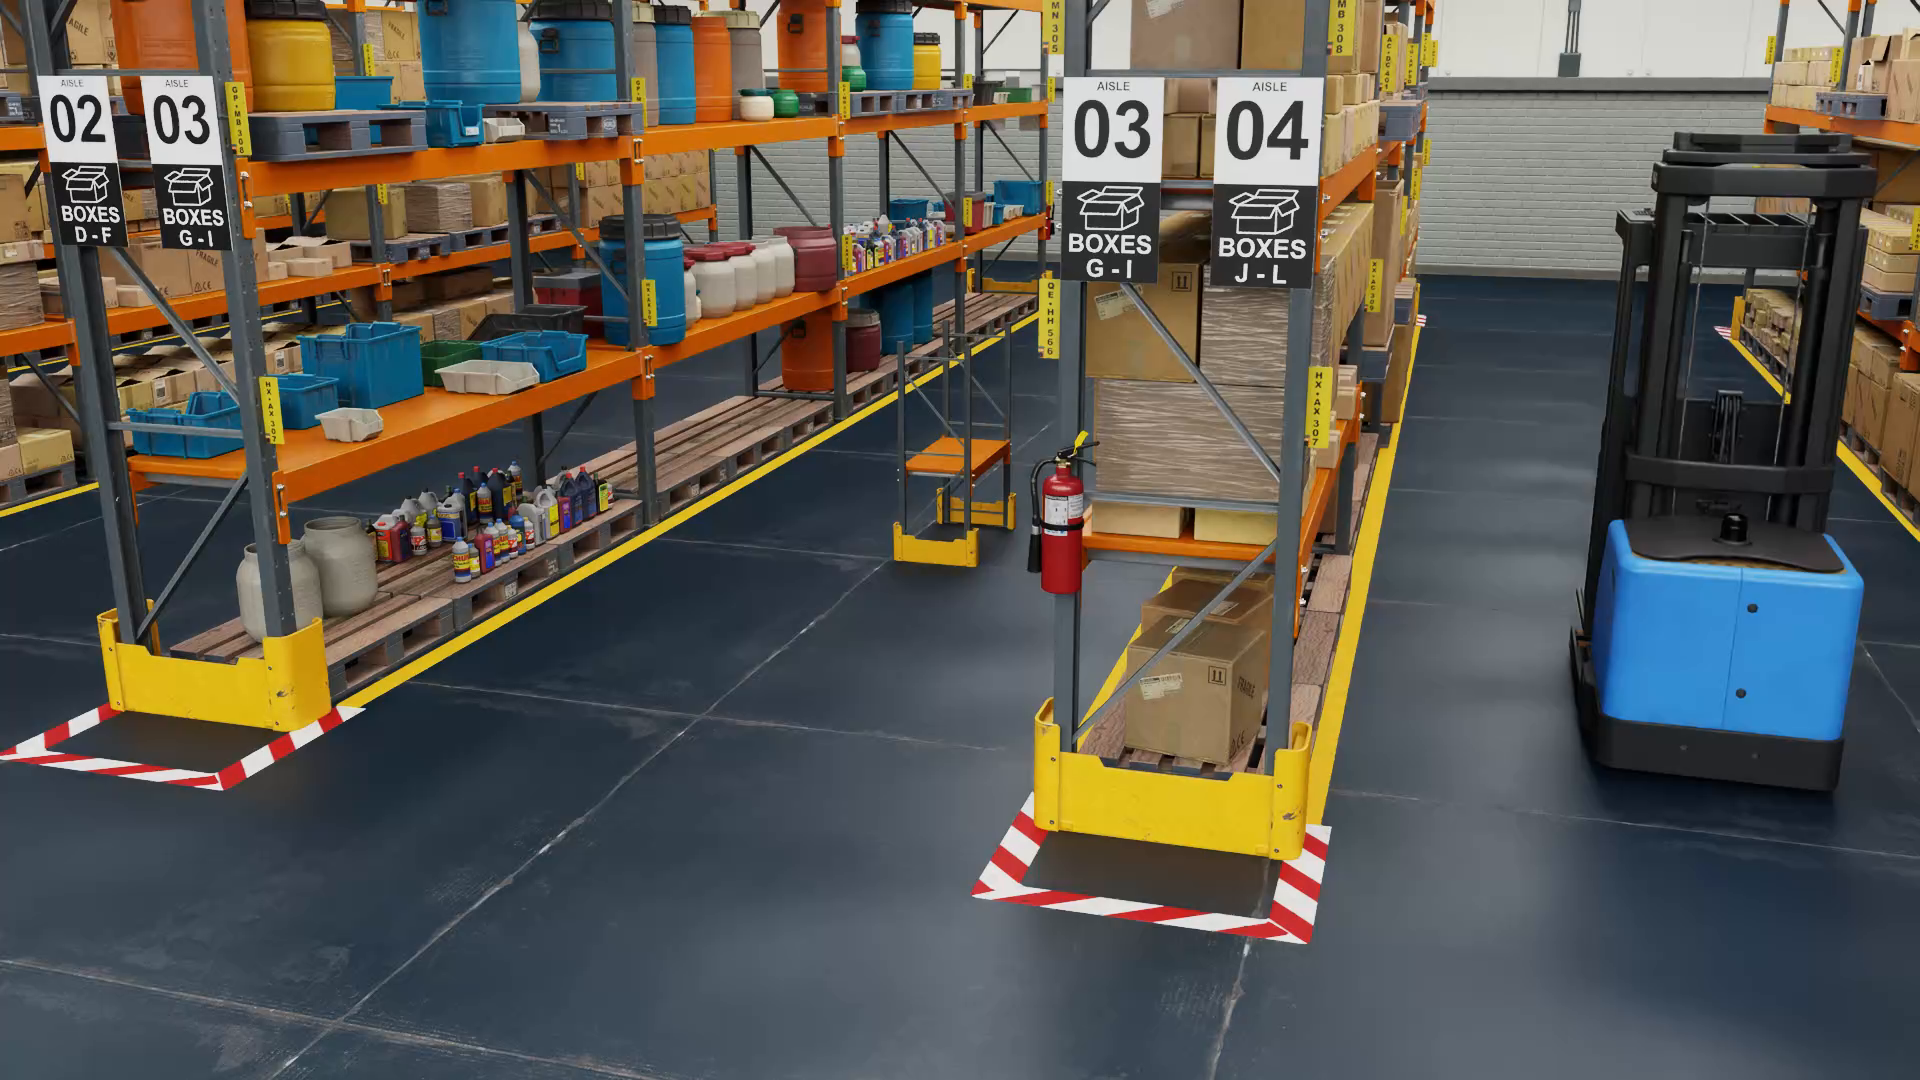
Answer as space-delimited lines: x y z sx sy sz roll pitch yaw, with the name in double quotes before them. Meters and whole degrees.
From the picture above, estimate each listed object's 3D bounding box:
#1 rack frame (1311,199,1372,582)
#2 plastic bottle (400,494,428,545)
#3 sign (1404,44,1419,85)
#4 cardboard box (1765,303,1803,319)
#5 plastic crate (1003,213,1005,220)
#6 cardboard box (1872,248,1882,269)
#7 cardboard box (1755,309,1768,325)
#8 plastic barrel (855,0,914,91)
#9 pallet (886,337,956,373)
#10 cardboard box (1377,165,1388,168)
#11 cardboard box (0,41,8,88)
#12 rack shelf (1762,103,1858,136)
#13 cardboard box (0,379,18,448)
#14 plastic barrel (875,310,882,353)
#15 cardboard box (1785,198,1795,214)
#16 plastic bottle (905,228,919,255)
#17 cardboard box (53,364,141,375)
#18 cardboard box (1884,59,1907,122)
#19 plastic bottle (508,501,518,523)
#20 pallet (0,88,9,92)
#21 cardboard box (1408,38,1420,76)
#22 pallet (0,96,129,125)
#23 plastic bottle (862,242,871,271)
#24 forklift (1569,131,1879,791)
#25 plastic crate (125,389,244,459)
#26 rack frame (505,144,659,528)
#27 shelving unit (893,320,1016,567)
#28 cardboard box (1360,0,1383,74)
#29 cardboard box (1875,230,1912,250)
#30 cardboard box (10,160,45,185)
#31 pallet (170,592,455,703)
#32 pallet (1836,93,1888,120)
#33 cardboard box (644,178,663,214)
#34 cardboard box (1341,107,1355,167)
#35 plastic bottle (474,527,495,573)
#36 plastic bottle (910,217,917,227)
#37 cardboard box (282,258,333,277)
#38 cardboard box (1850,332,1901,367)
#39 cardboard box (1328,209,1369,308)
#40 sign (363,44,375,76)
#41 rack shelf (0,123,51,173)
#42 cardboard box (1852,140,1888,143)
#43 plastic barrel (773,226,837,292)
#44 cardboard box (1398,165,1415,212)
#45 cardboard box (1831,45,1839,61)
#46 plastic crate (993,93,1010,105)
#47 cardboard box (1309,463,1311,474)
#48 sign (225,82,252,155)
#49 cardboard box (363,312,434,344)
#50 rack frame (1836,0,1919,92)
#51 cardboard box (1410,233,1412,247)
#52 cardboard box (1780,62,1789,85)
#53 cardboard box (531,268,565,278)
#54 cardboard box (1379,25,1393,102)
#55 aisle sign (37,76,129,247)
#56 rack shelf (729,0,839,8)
"rack frame" 2.036 -1.198 10.556 1.000 3.000 0.127 5 16 16
"plastic bottle" -3.567 -0.131 10.843 0.144 0.351 0.185 5 17 18
"sign" 3.693 -3.894 13.616 0.100 0.325 0.005 5 16 16
"cardboard box" 9.344 -2.587 18.816 0.380 0.149 0.250 5 17 17
"plastic crate" 0.421 -4.168 21.400 0.298 0.136 0.250 5 16 16
"cardboard box" 7.678 -2.292 13.560 0.380 0.149 0.250 5 17 18
"cardboard box" 9.485 -2.586 19.359 0.380 0.149 0.250 5 17 18
"plastic barrel" -0.777 -5.103 17.138 0.600 0.901 0.708 5 16 16
"pallet" -0.698 -2.135 18.970 1.003 0.211 1.213 5 16 16
"cardboard box" 3.930 -3.475 16.563 0.797 0.503 0.637 5 17 16
"cardboard box" -10.891 -5.374 18.792 0.700 0.500 0.500 4 16 13
"rack shelf" 9.605 -4.500 18.020 1.077 0.370 4.000 5 16 16
"cardboard box" -7.536 -0.939 12.538 0.500 0.500 0.500 5 16 16
"plastic barrel" -1.057 -2.213 17.925 0.421 0.512 0.421 0 16 0
"cardboard box" 9.194 -3.485 17.892 0.500 0.500 0.500 5 16 16
"plastic bottle" -0.526 -3.225 17.928 0.152 0.276 0.135 5 16 16
"cardboard box" -7.478 -1.381 14.443 0.500 0.311 0.500 5 17 17
"cardboard box" 8.094 -3.756 13.895 0.500 0.500 0.500 5 16 16
"plastic bottle" -2.918 -0.127 10.953 0.061 0.283 0.133 5 16 16
"pallet" -10.942 -4.922 18.533 1.213 0.211 1.003 5 17 18
"cardboard box" 4.916 -5.508 19.118 0.700 0.500 0.500 5 17 18
"pallet" -7.222 -3.550 13.702 0.805 0.209 1.217 4 16 14
"plastic bottle" -0.930 -2.813 16.464 0.061 0.283 0.133 5 16 16
"forklift" 3.931 -0.631 8.683 1.130 2.935 3.031 5 17 16
"plastic crate" -3.994 -0.618 8.785 0.499 0.251 0.616 5 16 16
"rack frame" -2.712 -1.582 11.910 1.000 3.000 0.127 5 16 16
"shelving unit" -0.022 -0.702 11.554 0.587 1.500 1.083 5 16 16
"cardboard box" 2.153 -2.935 9.540 0.500 0.500 0.500 4 16 14
"cardboard box" 7.673 -2.430 13.501 0.380 0.149 0.250 4 16 15
"cardboard box" -10.546 -4.198 18.993 0.500 0.250 0.500 4 16 15
"pallet" -3.637 0.570 9.432 1.003 0.211 1.213 5 16 16
"pallet" 8.467 -3.808 14.604 1.213 0.211 1.003 5 16 16
"cardboard box" -4.351 -4.619 22.433 0.500 0.500 0.500 4 16 15
"cardboard box" 1.570 -1.893 7.785 0.500 0.250 0.500 5 16 16
"plastic bottle" -2.953 0.052 10.322 0.061 0.283 0.133 5 17 17
"plastic bottle" -0.525 -3.397 18.398 0.144 0.351 0.185 5 16 16
"cardboard box" -6.314 -2.636 16.087 0.380 0.149 0.250 5 16 16
"cardboard box" 8.135 -1.658 14.614 0.500 0.250 0.500 5 17 17
"cardboard box" 2.031 -1.600 9.414 0.500 0.500 0.500 5 16 16
"sign" -5.794 -4.698 16.308 0.100 0.325 0.005 5 16 16
"rack shelf" -8.029 -2.541 11.112 1.077 0.370 4.000 5 16 16
"cardboard box" 9.999 -4.190 18.545 0.500 0.500 0.500 6 17 19
"plastic barrel" -1.417 -2.549 15.070 0.600 0.536 0.708 5 16 16
"cardboard box" 4.691 -3.828 18.185 0.500 0.500 0.500 5 16 16
"cardboard box" 8.929 -4.856 16.585 0.380 0.149 0.250 5 17 17
"plastic crate" 0.348 -5.478 20.632 0.437 0.136 0.530 5 16 16
"cardboard box" 1.435 -0.282 7.787 0.380 0.149 0.250 5 16 16
"sign" -3.323 -1.939 7.656 0.100 0.325 0.005 5 16 16
"cardboard box" -5.920 -2.120 17.580 0.500 0.500 0.500 5 17 18
"rack frame" 9.037 -5.766 15.667 1.000 3.000 0.127 5 16 16
"cardboard box" 4.862 -3.359 18.637 0.380 0.149 0.250 5 17 18
"cardboard box" 9.652 -5.307 18.903 0.500 0.250 0.500 4 16 15
"cardboard box" -5.297 -3.240 21.531 0.500 0.500 0.500 5 16 16
"cardboard box" 2.532 -3.255 11.351 0.797 0.503 0.637 5 17 18
"aisle sign" -4.154 -1.791 7.881 0.394 0.787 0.004 5 16 16
"rack shelf" -2.144 -4.453 13.089 1.077 0.370 4.000 5 16 16
